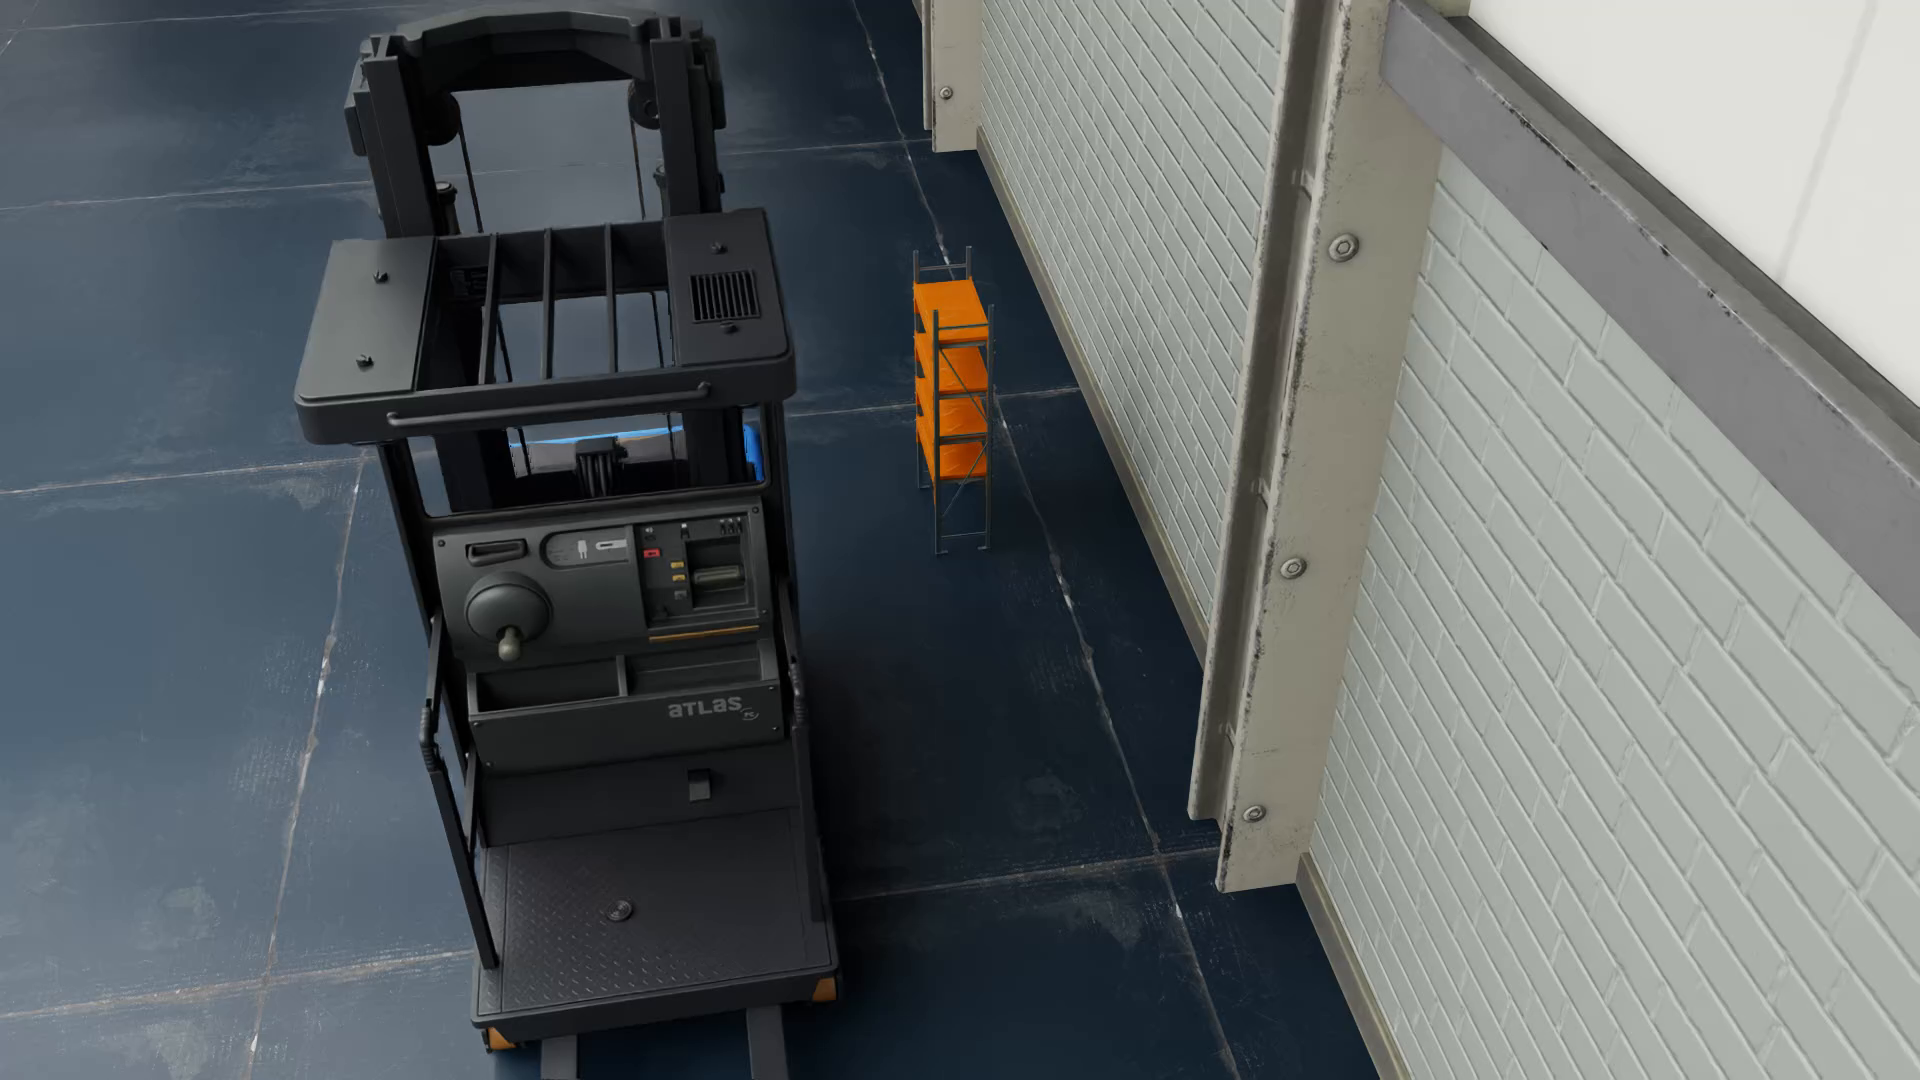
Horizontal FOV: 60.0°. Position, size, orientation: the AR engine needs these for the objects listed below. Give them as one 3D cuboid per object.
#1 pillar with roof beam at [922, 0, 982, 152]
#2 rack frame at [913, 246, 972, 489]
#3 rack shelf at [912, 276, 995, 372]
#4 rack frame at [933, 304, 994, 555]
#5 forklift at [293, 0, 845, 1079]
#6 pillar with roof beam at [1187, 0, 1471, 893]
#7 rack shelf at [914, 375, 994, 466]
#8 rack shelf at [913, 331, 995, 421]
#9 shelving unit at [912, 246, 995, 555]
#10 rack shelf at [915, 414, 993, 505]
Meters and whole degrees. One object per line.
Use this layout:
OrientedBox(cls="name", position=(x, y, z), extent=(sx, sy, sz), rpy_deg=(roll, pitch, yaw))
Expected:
OrientedBox(cls="pillar with roof beam", position=(-4.285, -5.642, 7.177), extent=(9.100, 9.000, 0.400), rpy_deg=(-6, 38, -8))
OrientedBox(cls="rack frame", position=(-0.072, -0.721, 7.200), extent=(0.240, 1.200, 0.015), rpy_deg=(-6, 38, -8))
OrientedBox(cls="rack shelf", position=(-0.029, -0.884, 6.770), extent=(0.258, 0.148, 0.480), rpy_deg=(-6, 38, -8))
OrientedBox(cls="rack frame", position=(0.014, -0.426, 6.821), extent=(0.240, 1.200, 0.015), rpy_deg=(-6, 38, -8))
OrientedBox(cls="forklift", position=(-0.981, 0.187, 4.620), extent=(1.130, 2.935, 3.031), rpy_deg=(-6, 38, -8))
OrientedBox(cls="pillar with roof beam", position=(-3.233, -2.018, 2.512), extent=(9.100, 9.000, 0.400), rpy_deg=(-6, 38, -8))
OrientedBox(cls="rack shelf", position=(-0.029, -0.521, 7.052), extent=(0.258, 0.148, 0.480), rpy_deg=(-6, 38, -8))
OrientedBox(cls="rack shelf", position=(-0.029, -0.697, 6.915), extent=(0.258, 0.148, 0.480), rpy_deg=(-6, 38, -8))
OrientedBox(cls="shelving unit", position=(-0.029, -0.574, 7.011), extent=(0.258, 1.200, 0.503), rpy_deg=(-6, 38, -8))
OrientedBox(cls="rack shelf", position=(-0.029, -0.364, 7.174), extent=(0.258, 0.148, 0.480), rpy_deg=(-6, 38, -8))
